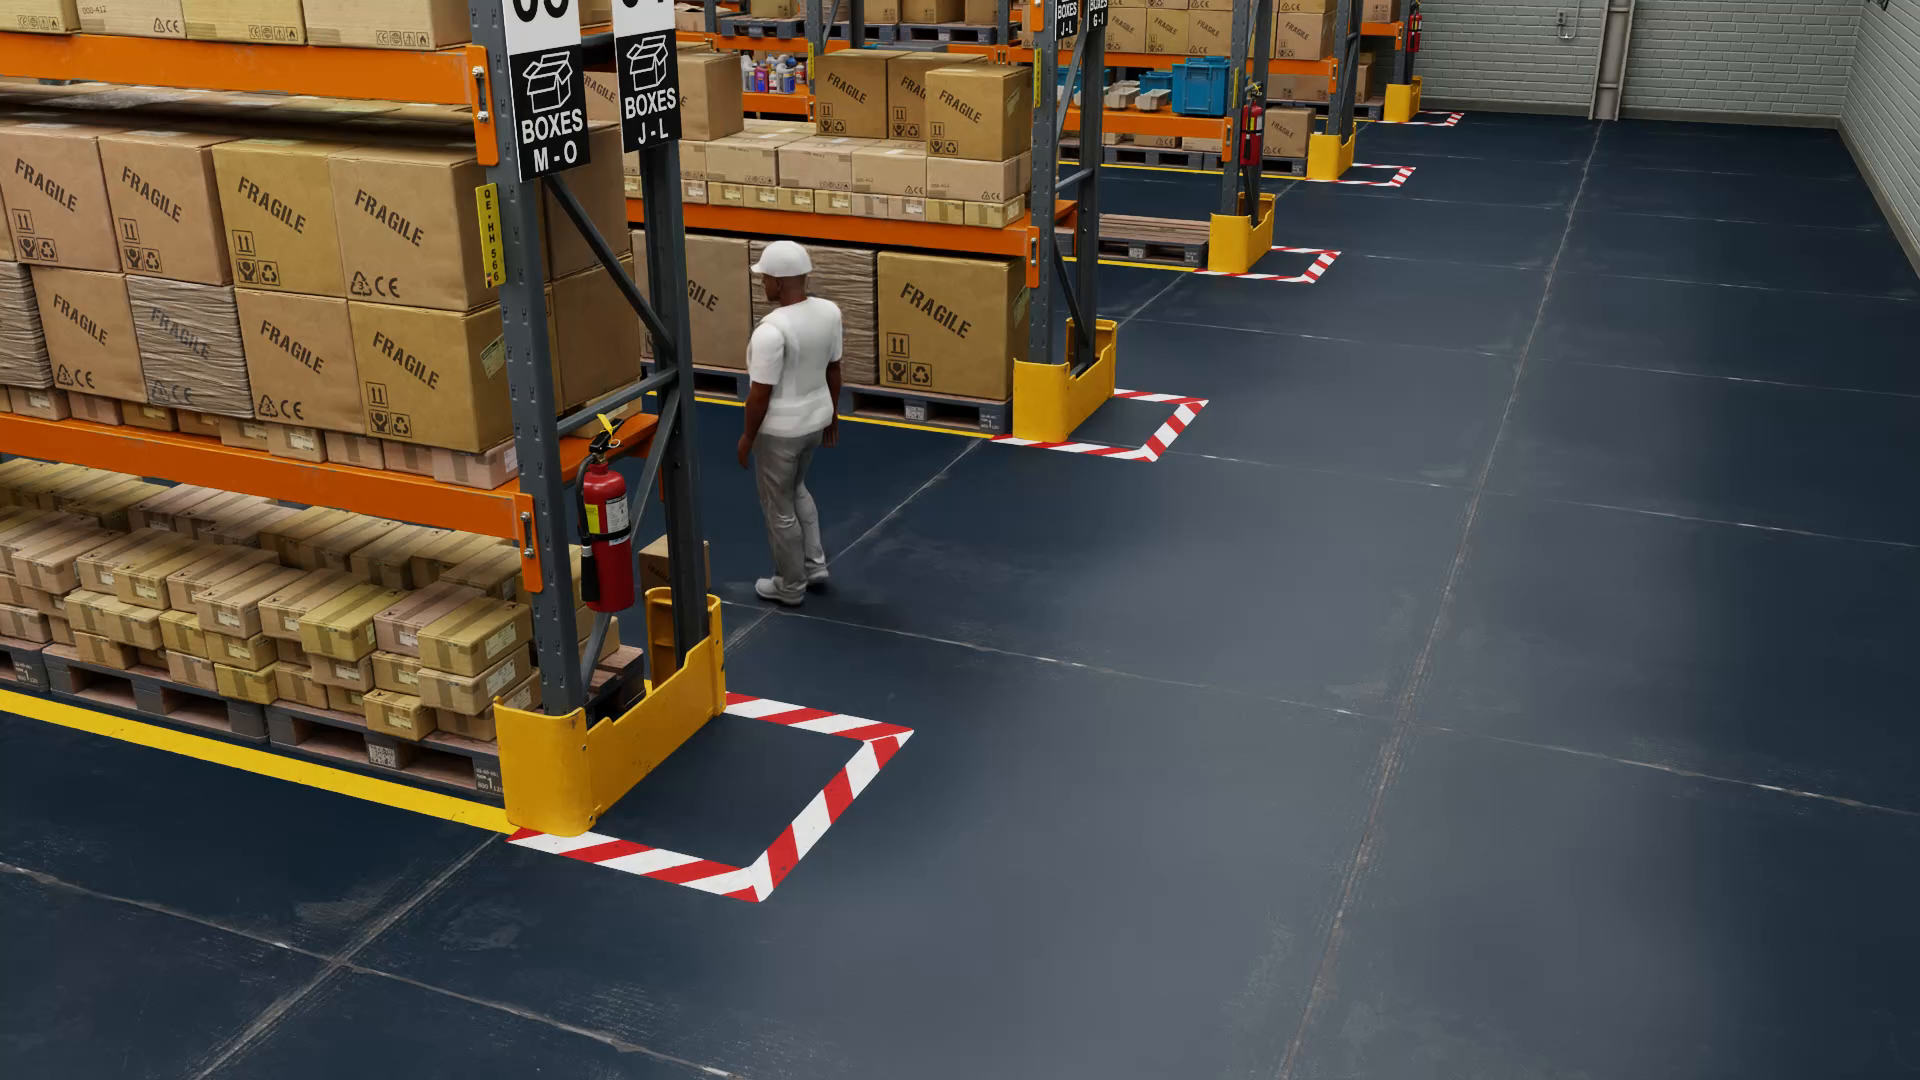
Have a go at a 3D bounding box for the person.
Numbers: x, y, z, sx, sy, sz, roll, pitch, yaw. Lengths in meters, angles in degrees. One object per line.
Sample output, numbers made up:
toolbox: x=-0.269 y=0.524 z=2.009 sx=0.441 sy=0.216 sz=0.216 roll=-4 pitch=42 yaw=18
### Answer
person: x=-0.815 y=-0.515 z=7.859 sx=0.426 sy=1.828 sz=0.602 roll=14 pitch=26 yaw=31
